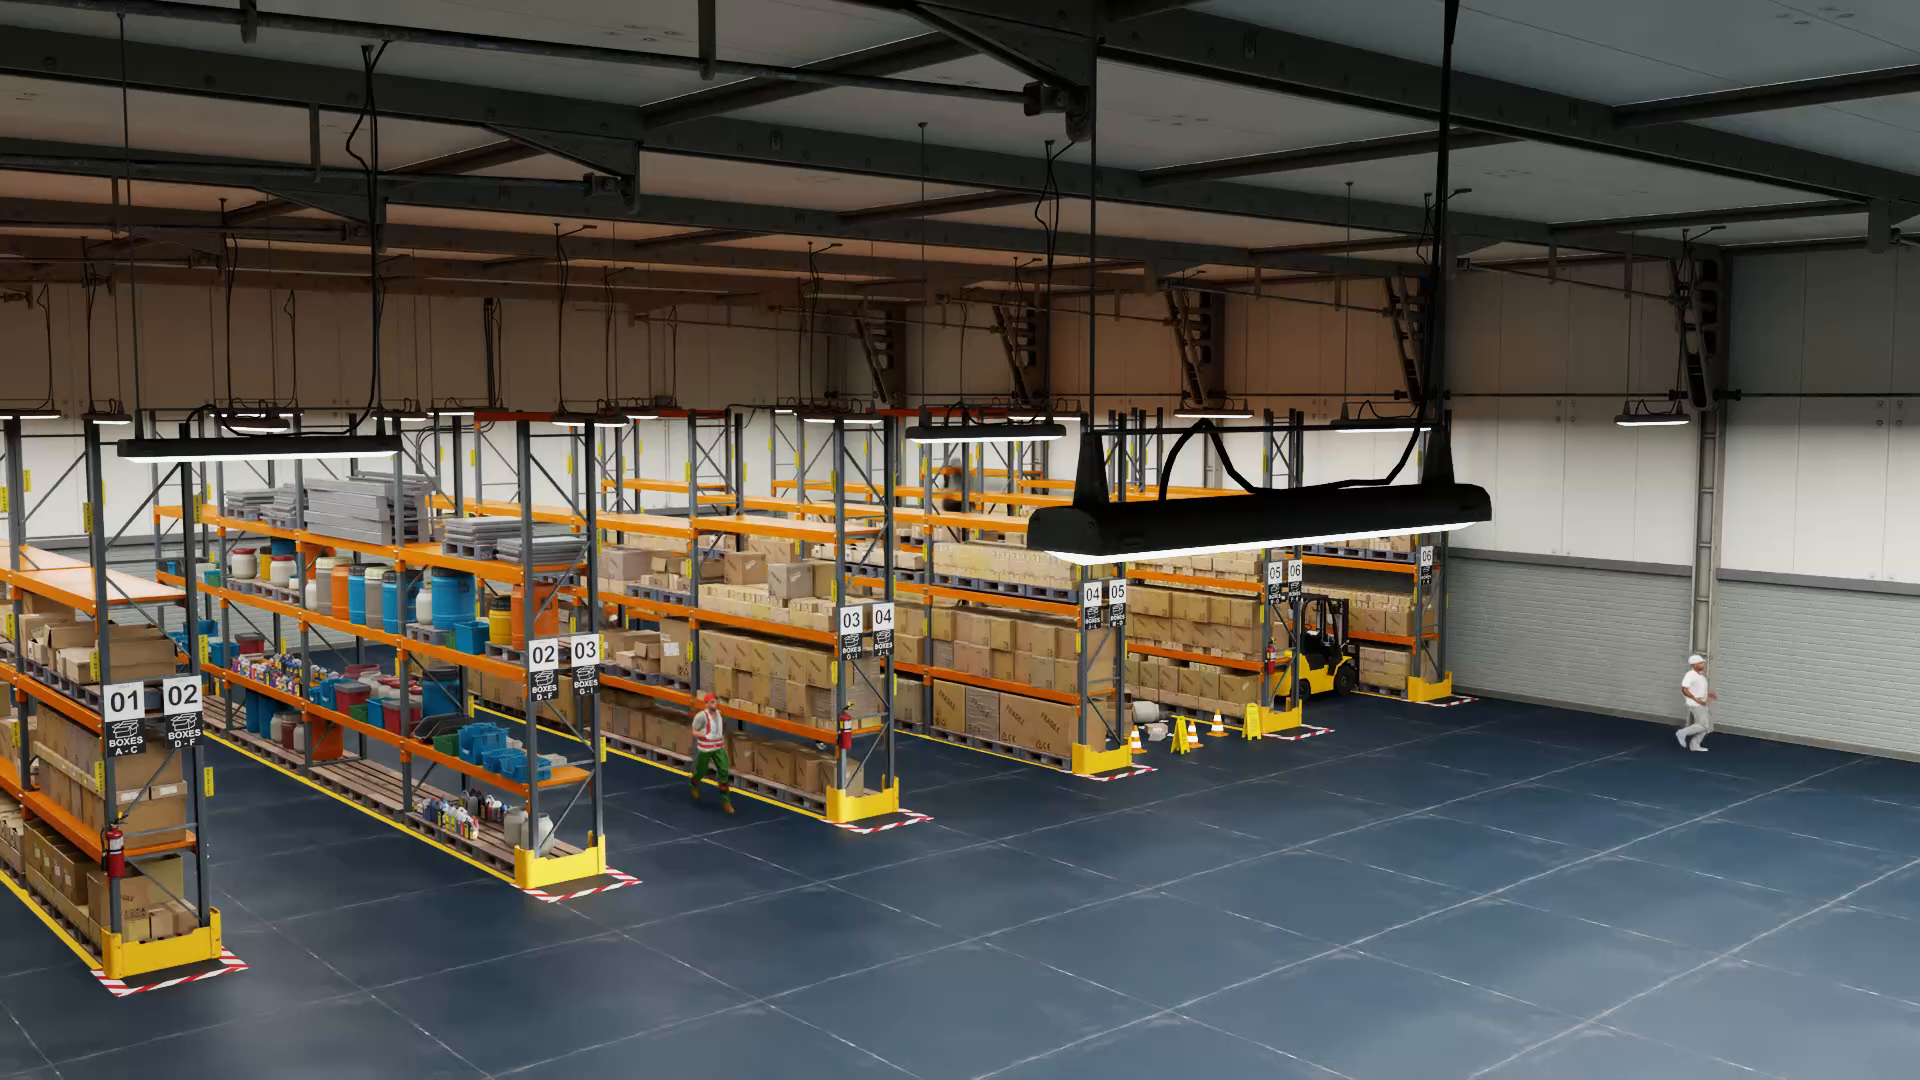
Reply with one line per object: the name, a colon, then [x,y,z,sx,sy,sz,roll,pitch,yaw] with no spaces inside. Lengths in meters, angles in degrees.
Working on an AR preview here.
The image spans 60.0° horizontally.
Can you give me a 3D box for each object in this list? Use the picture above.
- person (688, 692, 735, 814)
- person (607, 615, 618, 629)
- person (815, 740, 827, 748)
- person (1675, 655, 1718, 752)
person: [-3.850,3.220,25.369,0.621,1.818,1.088,-4,6,-37]
person: [-7.091,2.430,34.130,0.988,1.796,0.679,5,7,45]
person: [-2.281,2.952,29.597,0.700,1.555,0.567,5,7,43]
person: [13.029,2.891,29.422,0.606,1.716,0.698,4,6,37]
